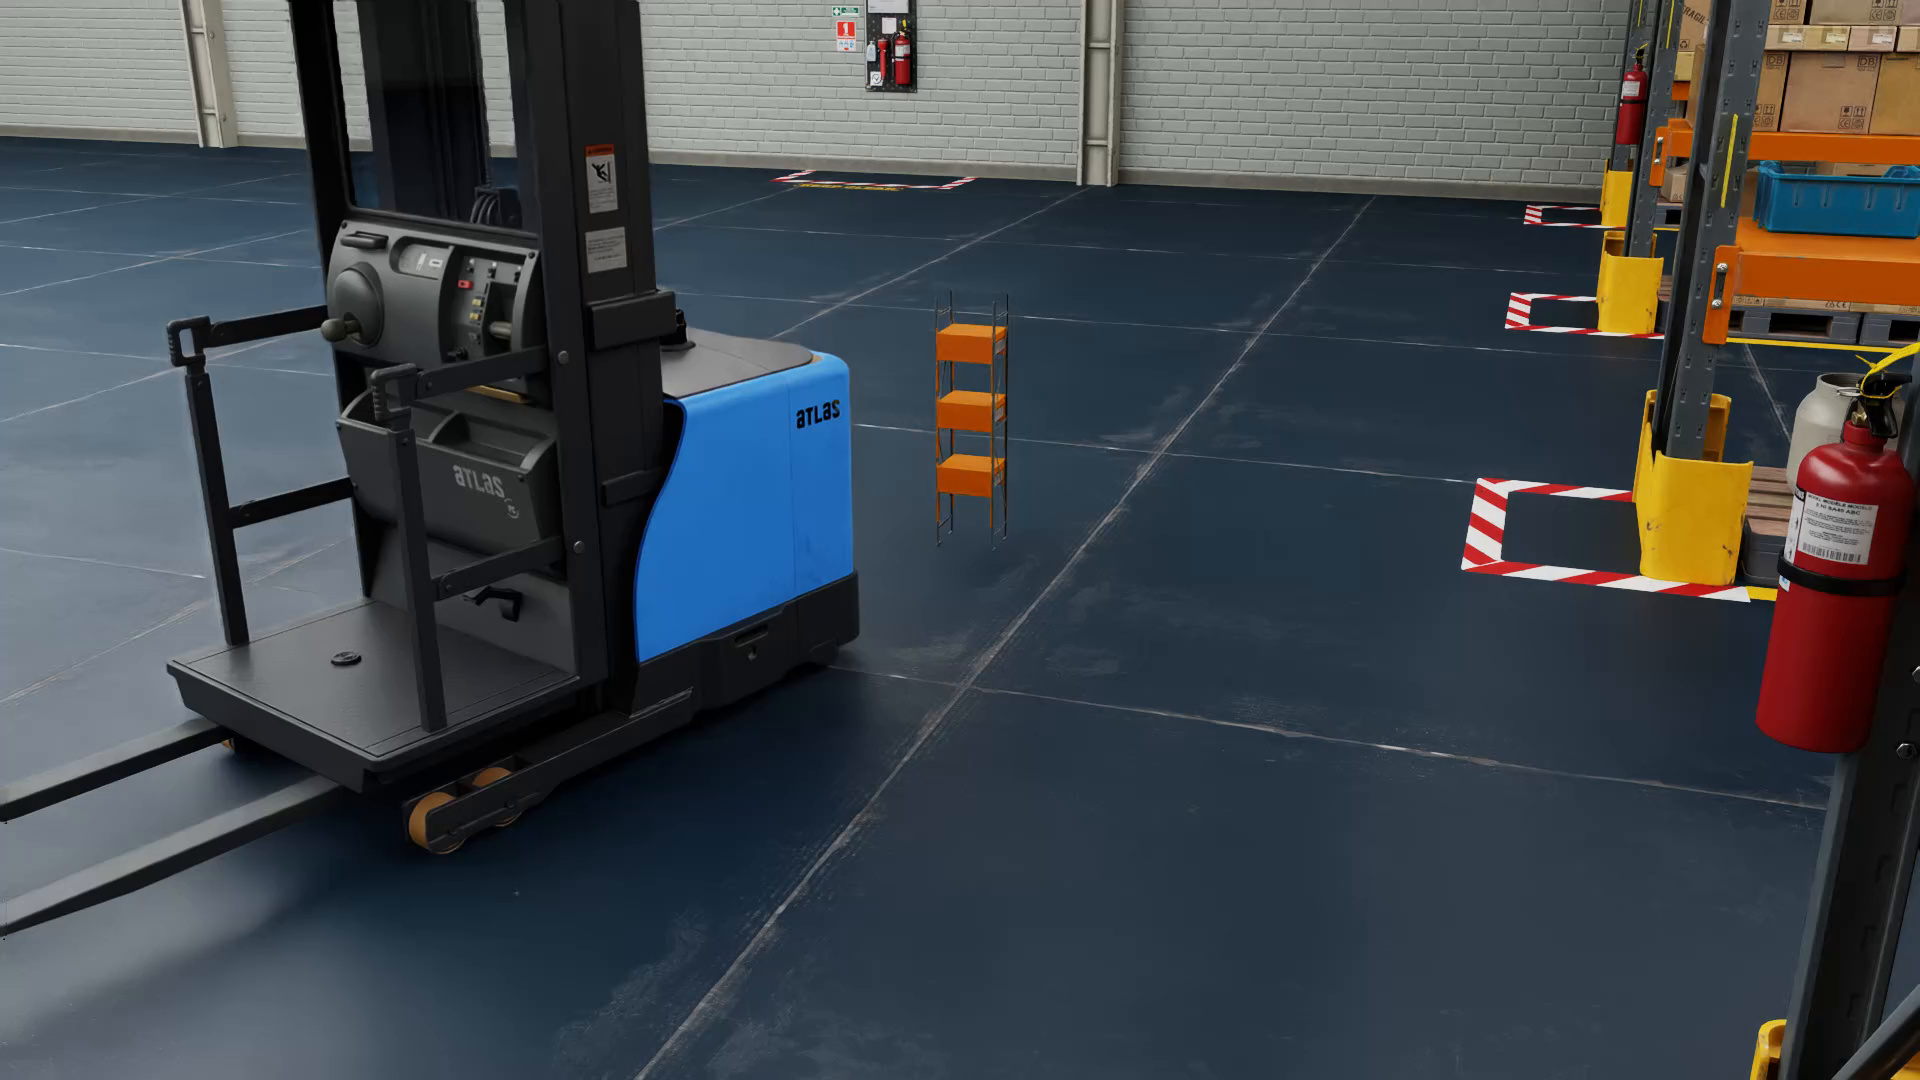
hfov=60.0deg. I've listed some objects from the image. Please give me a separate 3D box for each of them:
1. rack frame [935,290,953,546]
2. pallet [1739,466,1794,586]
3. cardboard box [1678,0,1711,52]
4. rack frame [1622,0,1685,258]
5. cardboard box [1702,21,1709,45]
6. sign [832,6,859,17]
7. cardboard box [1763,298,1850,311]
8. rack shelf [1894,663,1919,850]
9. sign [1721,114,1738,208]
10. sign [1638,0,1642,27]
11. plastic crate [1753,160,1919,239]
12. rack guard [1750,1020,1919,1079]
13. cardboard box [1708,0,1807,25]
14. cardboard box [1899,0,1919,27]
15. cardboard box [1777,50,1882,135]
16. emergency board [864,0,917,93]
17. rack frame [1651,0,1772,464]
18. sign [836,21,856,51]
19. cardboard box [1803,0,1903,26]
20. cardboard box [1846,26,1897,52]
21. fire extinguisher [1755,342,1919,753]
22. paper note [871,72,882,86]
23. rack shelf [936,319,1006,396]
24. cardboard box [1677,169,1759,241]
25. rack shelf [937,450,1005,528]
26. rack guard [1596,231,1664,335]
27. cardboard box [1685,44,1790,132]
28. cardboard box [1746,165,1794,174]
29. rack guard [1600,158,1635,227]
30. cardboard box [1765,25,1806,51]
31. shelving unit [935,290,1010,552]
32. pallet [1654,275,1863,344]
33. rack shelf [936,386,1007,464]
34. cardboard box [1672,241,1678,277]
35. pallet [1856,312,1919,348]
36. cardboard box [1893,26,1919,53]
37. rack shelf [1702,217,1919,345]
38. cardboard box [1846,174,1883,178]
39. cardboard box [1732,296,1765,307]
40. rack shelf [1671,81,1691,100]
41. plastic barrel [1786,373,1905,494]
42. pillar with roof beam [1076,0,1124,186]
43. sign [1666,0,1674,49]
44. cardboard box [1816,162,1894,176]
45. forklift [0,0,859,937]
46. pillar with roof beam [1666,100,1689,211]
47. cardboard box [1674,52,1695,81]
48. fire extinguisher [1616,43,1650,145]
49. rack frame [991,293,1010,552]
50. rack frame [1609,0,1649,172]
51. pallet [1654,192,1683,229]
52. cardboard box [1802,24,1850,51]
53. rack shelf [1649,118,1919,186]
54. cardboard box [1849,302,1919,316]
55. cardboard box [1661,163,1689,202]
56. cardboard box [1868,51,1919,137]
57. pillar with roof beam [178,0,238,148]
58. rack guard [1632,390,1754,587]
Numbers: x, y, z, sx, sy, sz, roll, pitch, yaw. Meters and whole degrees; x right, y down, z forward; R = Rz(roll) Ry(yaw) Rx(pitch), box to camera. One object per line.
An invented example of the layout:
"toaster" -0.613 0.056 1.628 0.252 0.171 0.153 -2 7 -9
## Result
"rack frame" -0.065 -0.503 6.925 0.008 1.050 0.200 7 20 18
"pallet" 3.840 -0.021 6.816 1.213 0.211 1.003 7 20 18
"cardboard box" 6.591 -4.649 14.914 0.500 0.500 0.500 7 20 18
"rack frame" 4.617 -2.961 11.013 0.127 3.000 1.000 7 20 18
"cardboard box" 5.040 -3.332 10.941 0.250 0.149 0.380 6 20 17
"sign" -1.293 -5.977 18.807 0.331 0.109 0.001 7 20 18
"cardboard box" 5.524 -1.681 10.880 0.500 0.250 0.500 7 20 18
"rack shelf" 3.251 0.675 1.676 4.000 0.370 1.077 7 20 18
"sign" 2.803 -1.381 6.061 0.005 0.325 0.100 7 20 18
"sign" 6.061 -4.741 14.806 0.005 0.325 0.100 7 20 18
"plastic crate" 3.558 -1.390 6.732 0.616 0.251 0.499 7 20 18
"rack guard" 1.434 1.308 2.565 0.348 0.500 1.175 7 20 18
"cardboard box" 5.103 -3.560 10.610 0.500 0.500 0.700 7 20 18
"cardboard box" 6.078 -3.451 10.297 0.500 0.500 0.700 7 20 18
"cardboard box" 5.551 -2.898 10.682 0.500 0.500 0.700 7 20 19
"emergency board" -0.806 -5.622 18.646 0.643 1.169 0.194 7 20 18
"rack frame" 2.987 -1.421 6.595 0.127 3.000 1.000 7 20 18
"sign" -1.294 -5.730 18.904 0.234 0.329 0.001 7 20 18
"cardboard box" 5.602 -3.505 10.452 0.500 0.500 0.700 6 20 17
"cardboard box" 5.640 -3.122 10.338 0.250 0.149 0.380 6 20 17
"fire extinguisher" 1.405 0.000 2.637 0.183 0.674 0.296 7 20 18
"paper note" -0.950 -5.246 18.908 0.142 0.148 0.016 7 20 18
"rack shelf" 0.051 -0.748 6.797 0.240 0.259 0.215 7 20 18
"cardboard box" 5.221 -2.249 11.372 0.500 0.500 0.500 7 20 18
"rack shelf" 0.051 -0.218 6.982 0.240 0.259 0.215 7 20 18
"rack guard" 4.594 -1.783 11.431 0.348 0.500 1.175 7 20 18
"cardboard box" 5.053 -2.953 10.840 0.500 0.500 0.700 7 20 18
"cardboard box" 7.401 -3.275 15.331 0.500 0.311 0.500 8 21 23
"rack guard" 6.310 -3.313 15.820 0.348 0.500 1.175 7 20 18
"cardboard box" 5.167 -3.177 10.496 0.250 0.149 0.380 6 20 17
"shelving unit" 0.051 -0.490 6.887 0.252 1.050 0.215 7 20 18
"pallet" 5.353 -1.574 11.272 1.213 0.211 1.003 7 20 18
"rack shelf" 0.051 -0.480 6.890 0.240 0.259 0.215 7 20 18
"cardboard box" 5.220 -1.895 11.493 0.500 0.250 0.500 7 20 18
"pallet" 6.501 -1.442 10.892 1.213 0.211 1.003 7 20 18
"cardboard box" 5.892 -3.094 10.257 0.250 0.149 0.380 6 20 16
"rack shelf" 4.877 -0.865 6.094 4.000 0.370 1.077 7 20 18
"cardboard box" 6.170 -2.146 11.075 0.500 0.500 0.500 7 20 18
"cardboard box" 5.050 -1.733 11.031 0.500 0.250 0.500 7 20 18
"rack shelf" 8.128 -3.946 14.931 4.000 0.370 1.077 7 20 18
"plastic barrel" 3.634 -0.397 6.800 0.421 0.512 0.421 0 19 0
"pillar with roof beam" 0.103 -6.837 13.019 0.400 9.000 9.100 7 20 18
"sign" 4.429 -3.235 10.364 0.005 0.325 0.100 7 20 18
"cardboard box" 8.078 -3.270 15.028 0.500 0.500 0.700 5 20 15
"forklift" -1.656 -0.701 4.633 1.130 2.935 3.031 14 24 35
"pillar with roof beam" 5.771 -6.189 11.160 0.400 9.000 9.100 7 20 18
"cardboard box" 6.595 -4.288 15.019 0.500 0.250 0.500 6 20 16
"fire extinguisher" 4.657 -3.081 11.476 0.183 0.674 0.296 7 20 18
"rack frame" 0.166 -0.477 6.849 0.008 1.050 0.200 7 20 18
"rack frame" 6.239 -4.501 15.432 0.127 3.000 1.000 7 20 18
"pallet" 7.066 -3.078 15.585 1.213 0.211 1.003 7 20 18
"cardboard box" 5.402 -3.150 10.418 0.250 0.149 0.380 7 20 18
"rack shelf" 6.506 -2.405 10.511 4.000 0.370 1.077 7 20 18
"cardboard box" 5.996 -1.626 10.724 0.500 0.250 0.500 7 20 18
"cardboard box" 6.863 -3.337 15.508 0.500 0.311 0.500 4 20 12
"cardboard box" 6.018 -2.843 10.523 0.500 0.500 0.700 7 20 18
"pillar with roof beam" -11.232 -8.133 16.737 0.400 9.000 9.100 7 20 18
"rack guard" 3.075 -0.247 7.025 0.348 0.500 1.175 7 20 18
